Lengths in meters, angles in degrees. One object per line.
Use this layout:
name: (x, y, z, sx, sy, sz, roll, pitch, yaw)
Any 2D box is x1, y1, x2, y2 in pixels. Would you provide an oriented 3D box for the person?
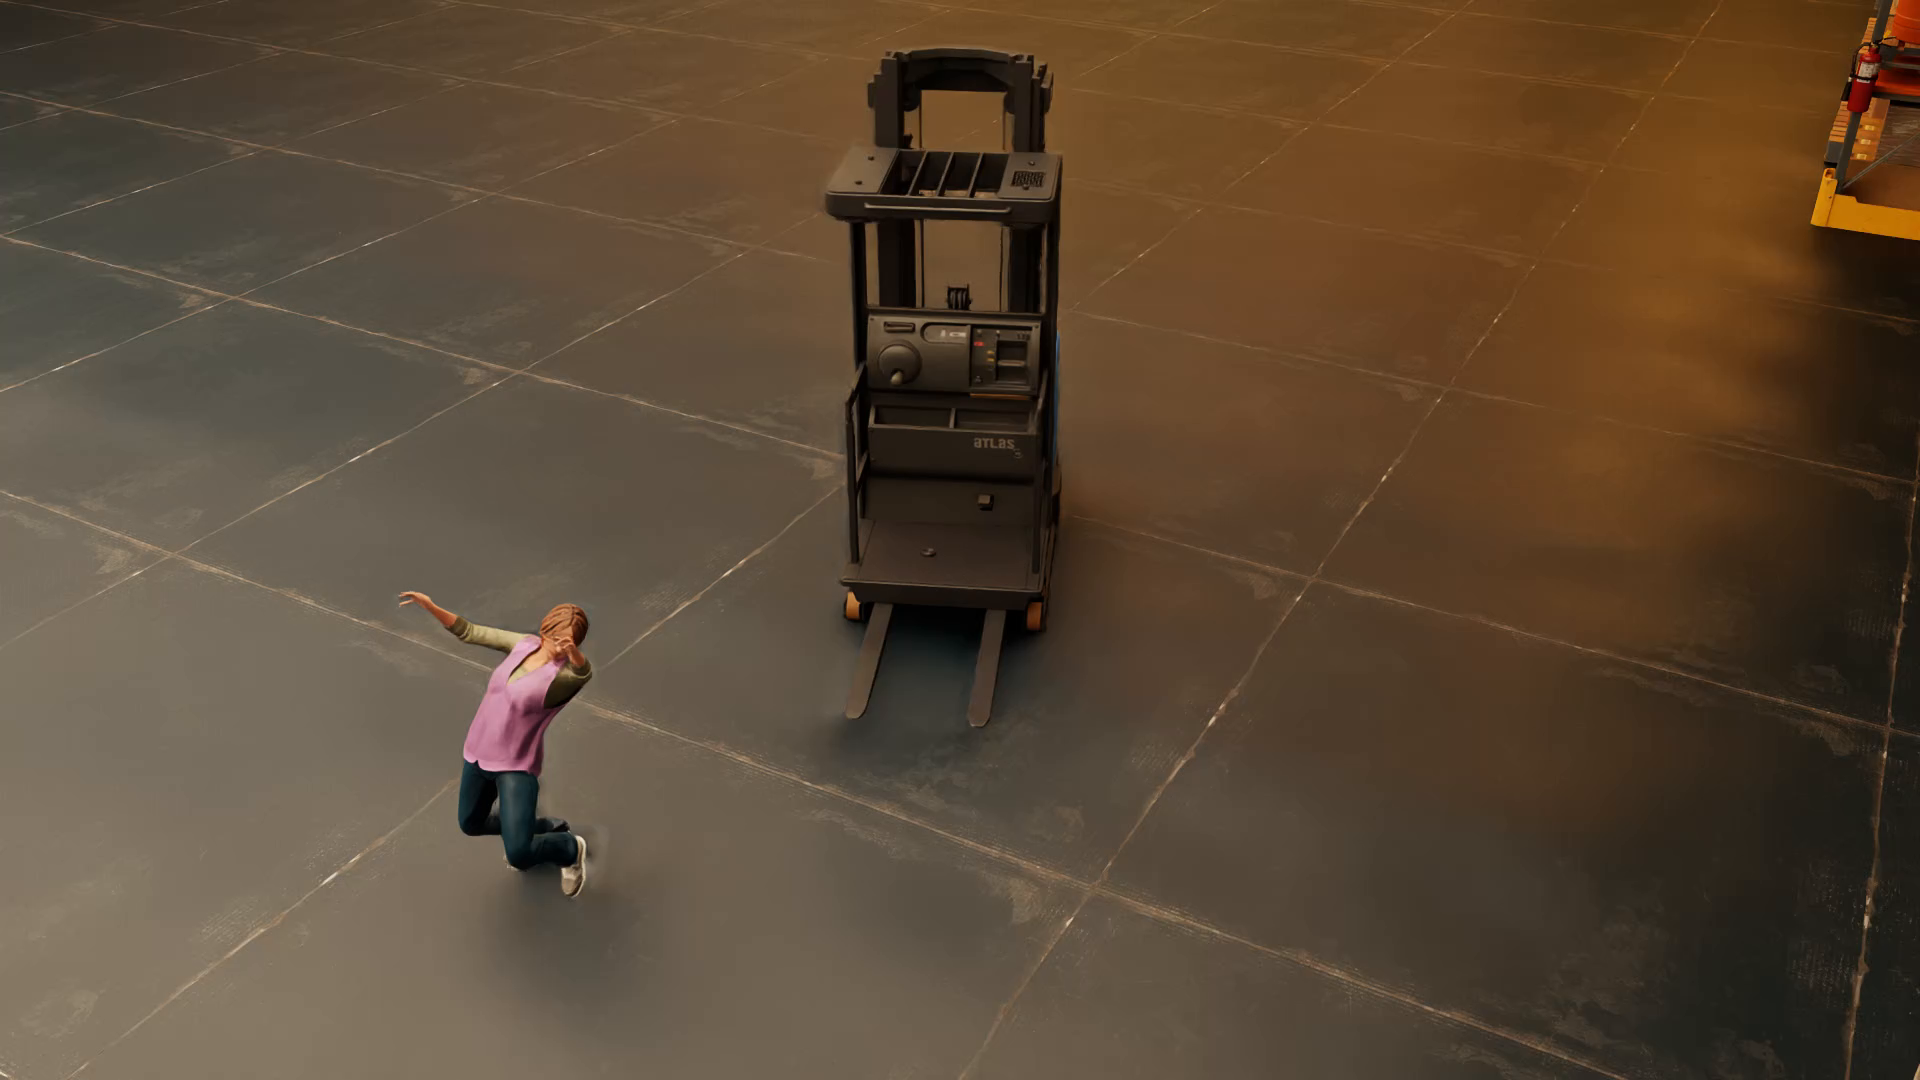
person: (-1.790, 0.873, 7.018, 0.825, 1.470, 0.658, 23, 37, 34)

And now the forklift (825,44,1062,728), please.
forklift: (-0.055, -0.948, 8.714, 1.130, 2.935, 3.031, 3, 30, 5)
